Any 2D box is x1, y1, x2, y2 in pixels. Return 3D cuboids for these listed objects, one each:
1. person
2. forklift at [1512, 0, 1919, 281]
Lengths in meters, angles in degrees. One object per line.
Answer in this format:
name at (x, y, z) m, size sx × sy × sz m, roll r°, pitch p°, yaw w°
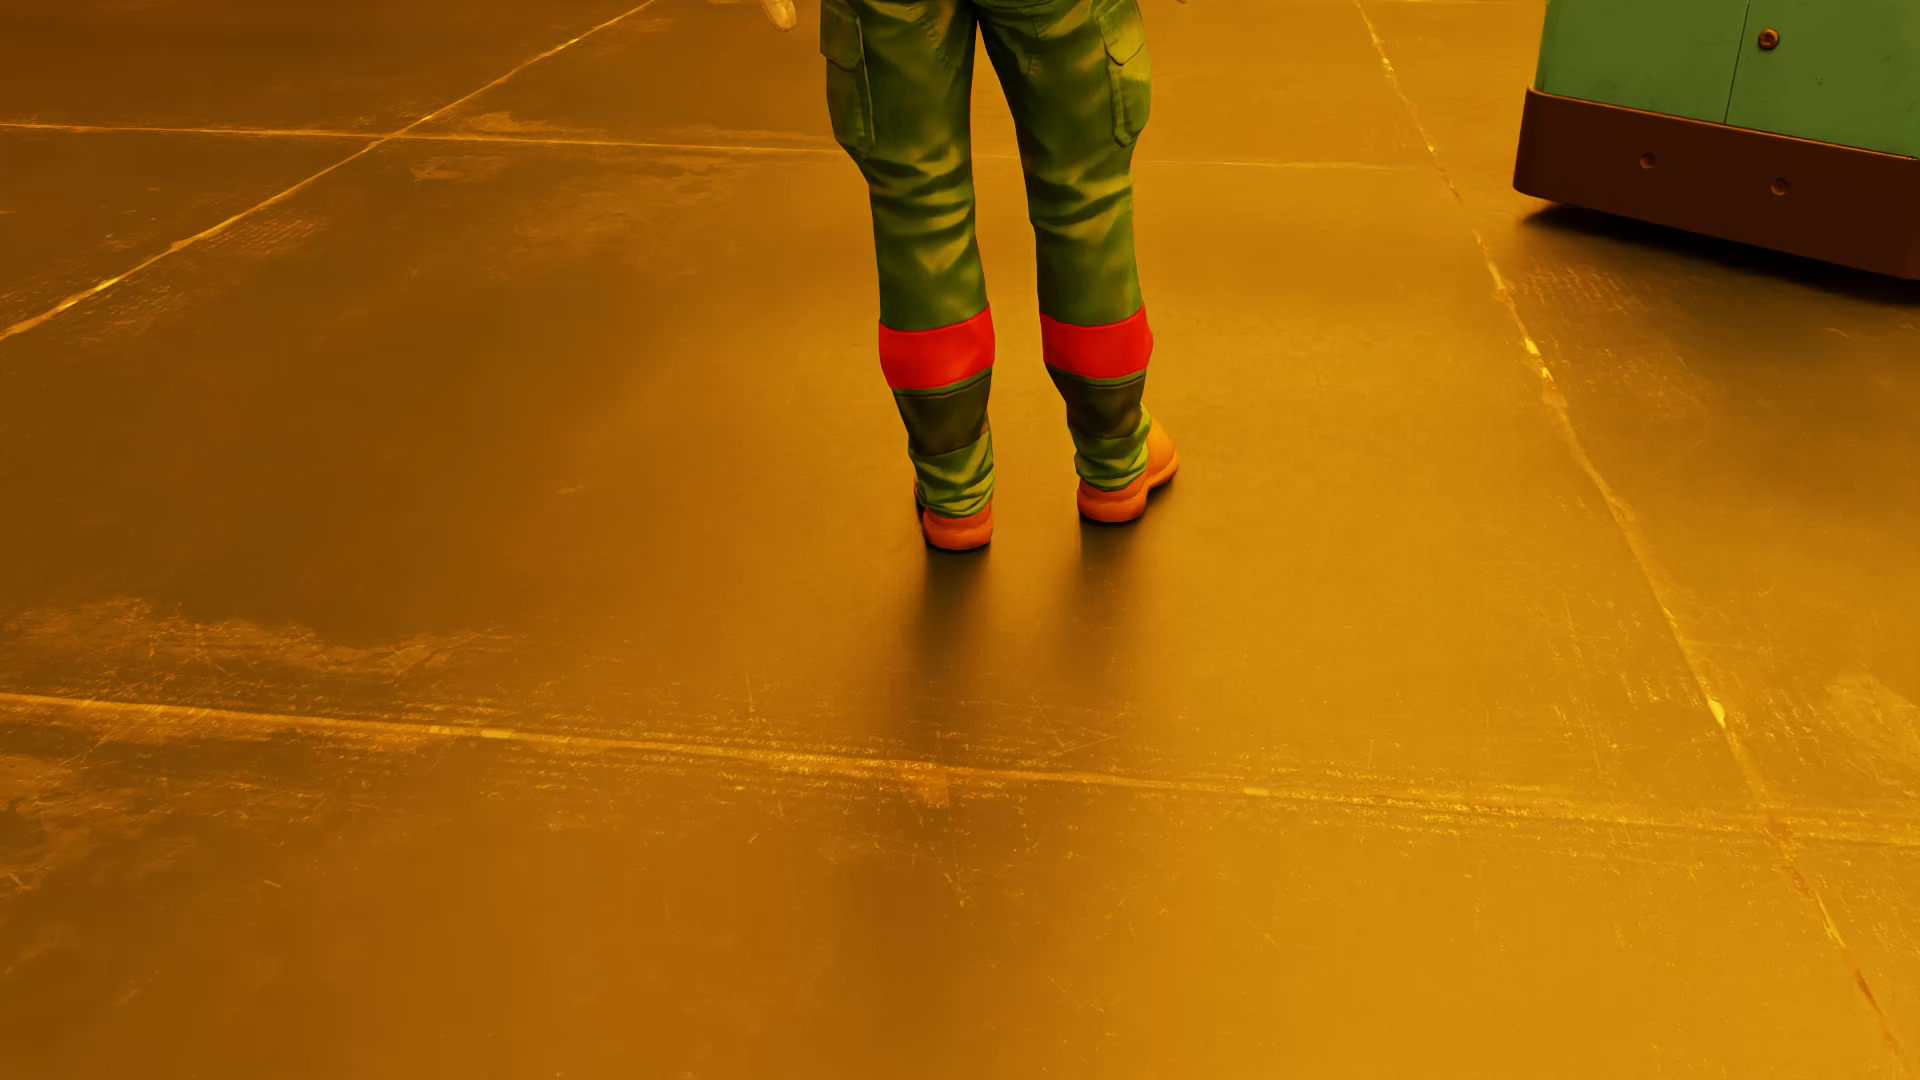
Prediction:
person at (0.022, -0.842, 2.167) m, size 0.638 × 1.787 × 0.564 m, roll 3°, pitch 27°, yaw 7°
forklift at (2.796, -2.370, 3.967) m, size 3.031 × 2.935 × 1.130 m, roll -21°, pitch 33°, yaw -36°
